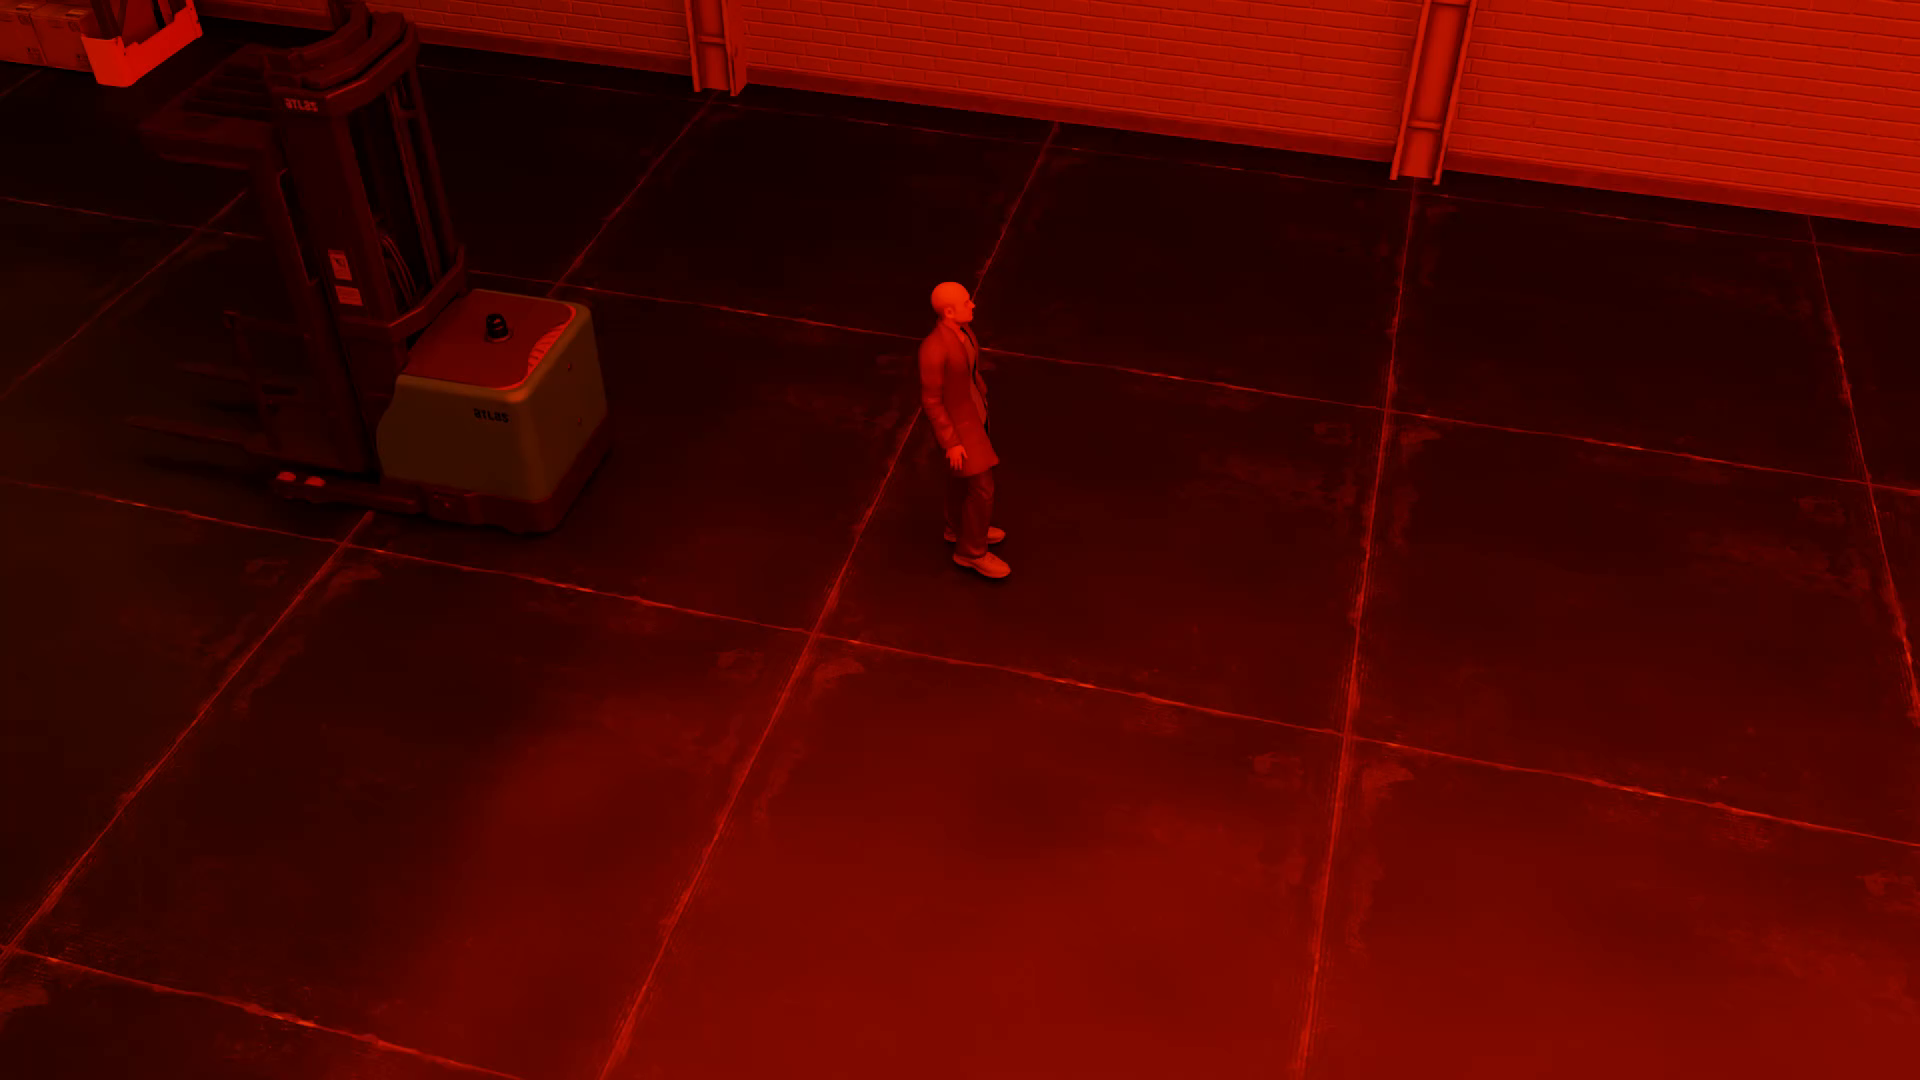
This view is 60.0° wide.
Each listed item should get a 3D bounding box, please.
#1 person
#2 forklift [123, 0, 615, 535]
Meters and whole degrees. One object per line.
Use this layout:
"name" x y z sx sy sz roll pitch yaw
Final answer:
"person" 0.085 -0.652 9.469 0.583 1.775 0.684 10 42 11
"forklift" -3.797 -1.658 9.753 3.031 2.935 1.130 10 42 11
